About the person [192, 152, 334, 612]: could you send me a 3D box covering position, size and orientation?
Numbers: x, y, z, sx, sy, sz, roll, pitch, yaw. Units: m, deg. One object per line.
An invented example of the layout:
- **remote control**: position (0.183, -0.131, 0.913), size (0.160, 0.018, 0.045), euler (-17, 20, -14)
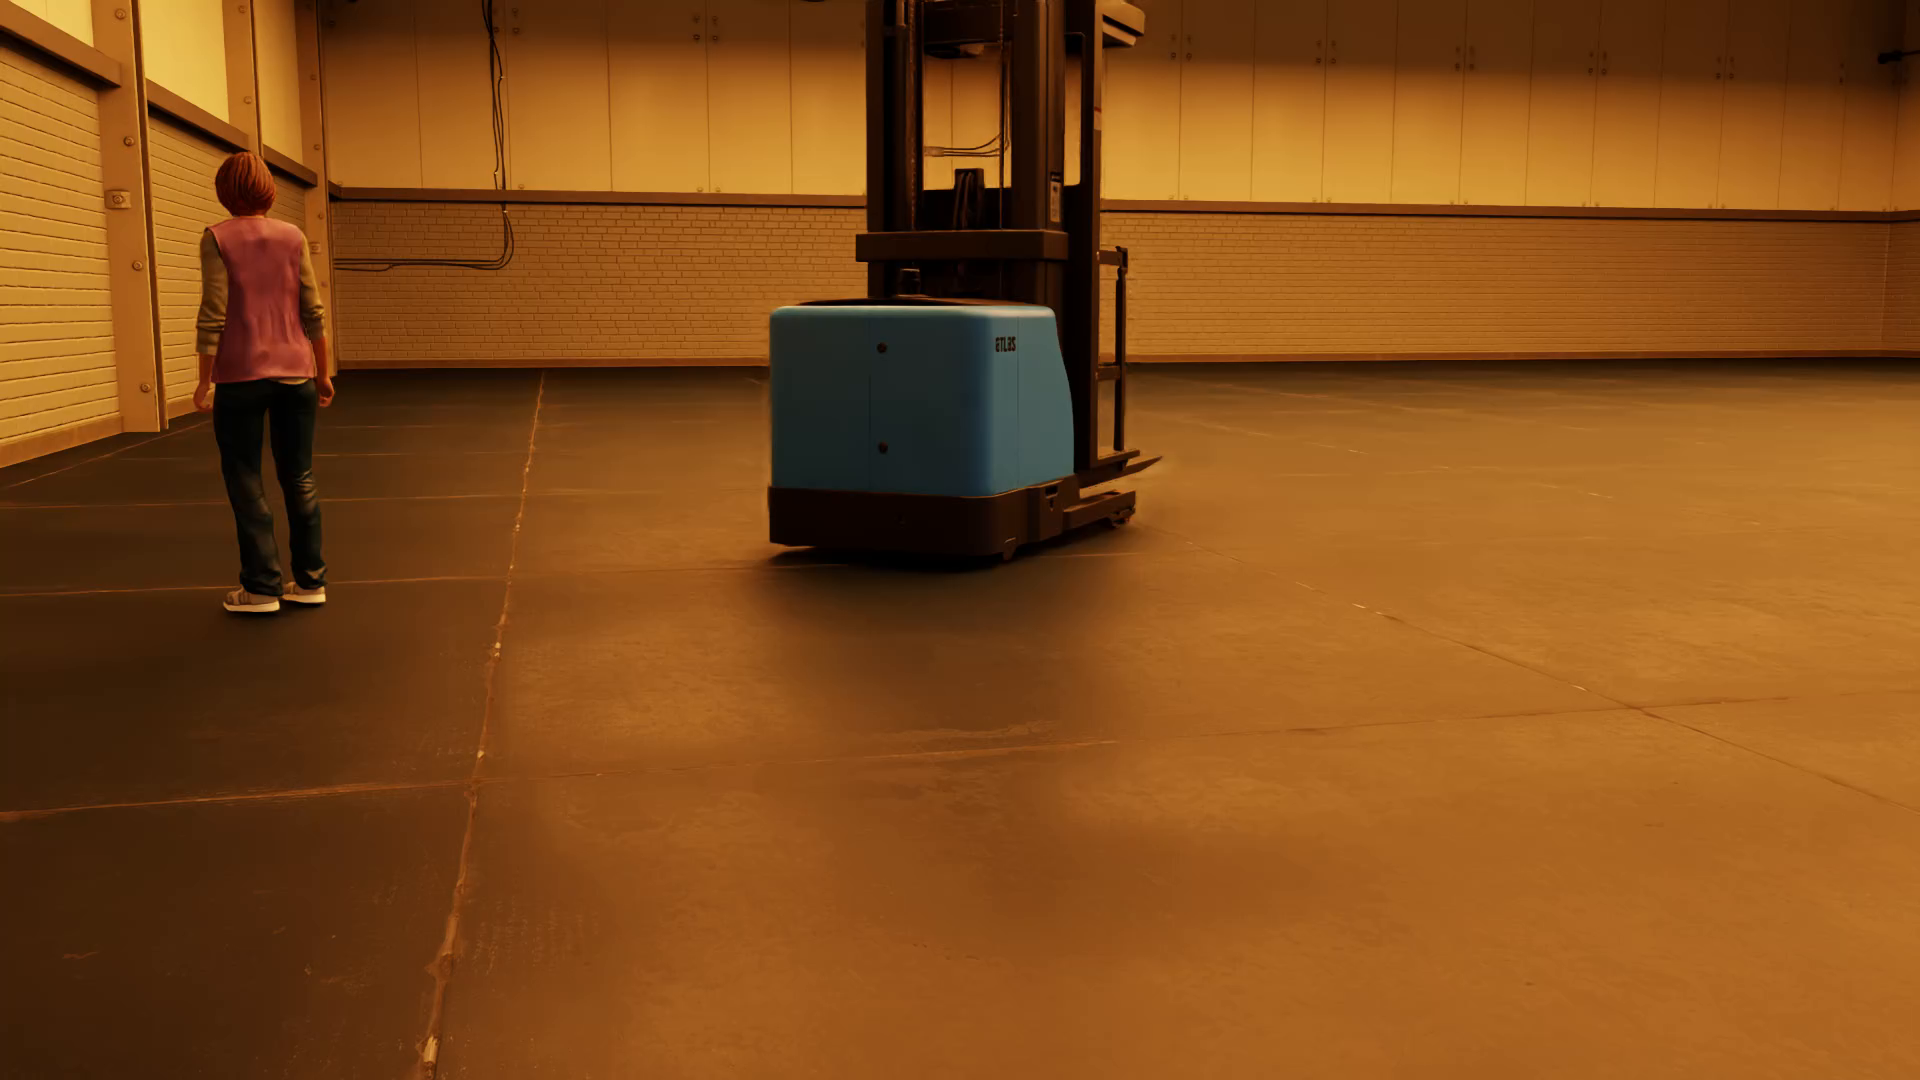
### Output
- **person**: position (-2.457, -0.530, 5.857), size (0.345, 1.566, 0.485), euler (8, 11, 44)

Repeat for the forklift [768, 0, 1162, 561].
- **forklift**: position (0.233, -1.532, 8.079), size (1.130, 2.935, 3.031), euler (3, 9, 23)
